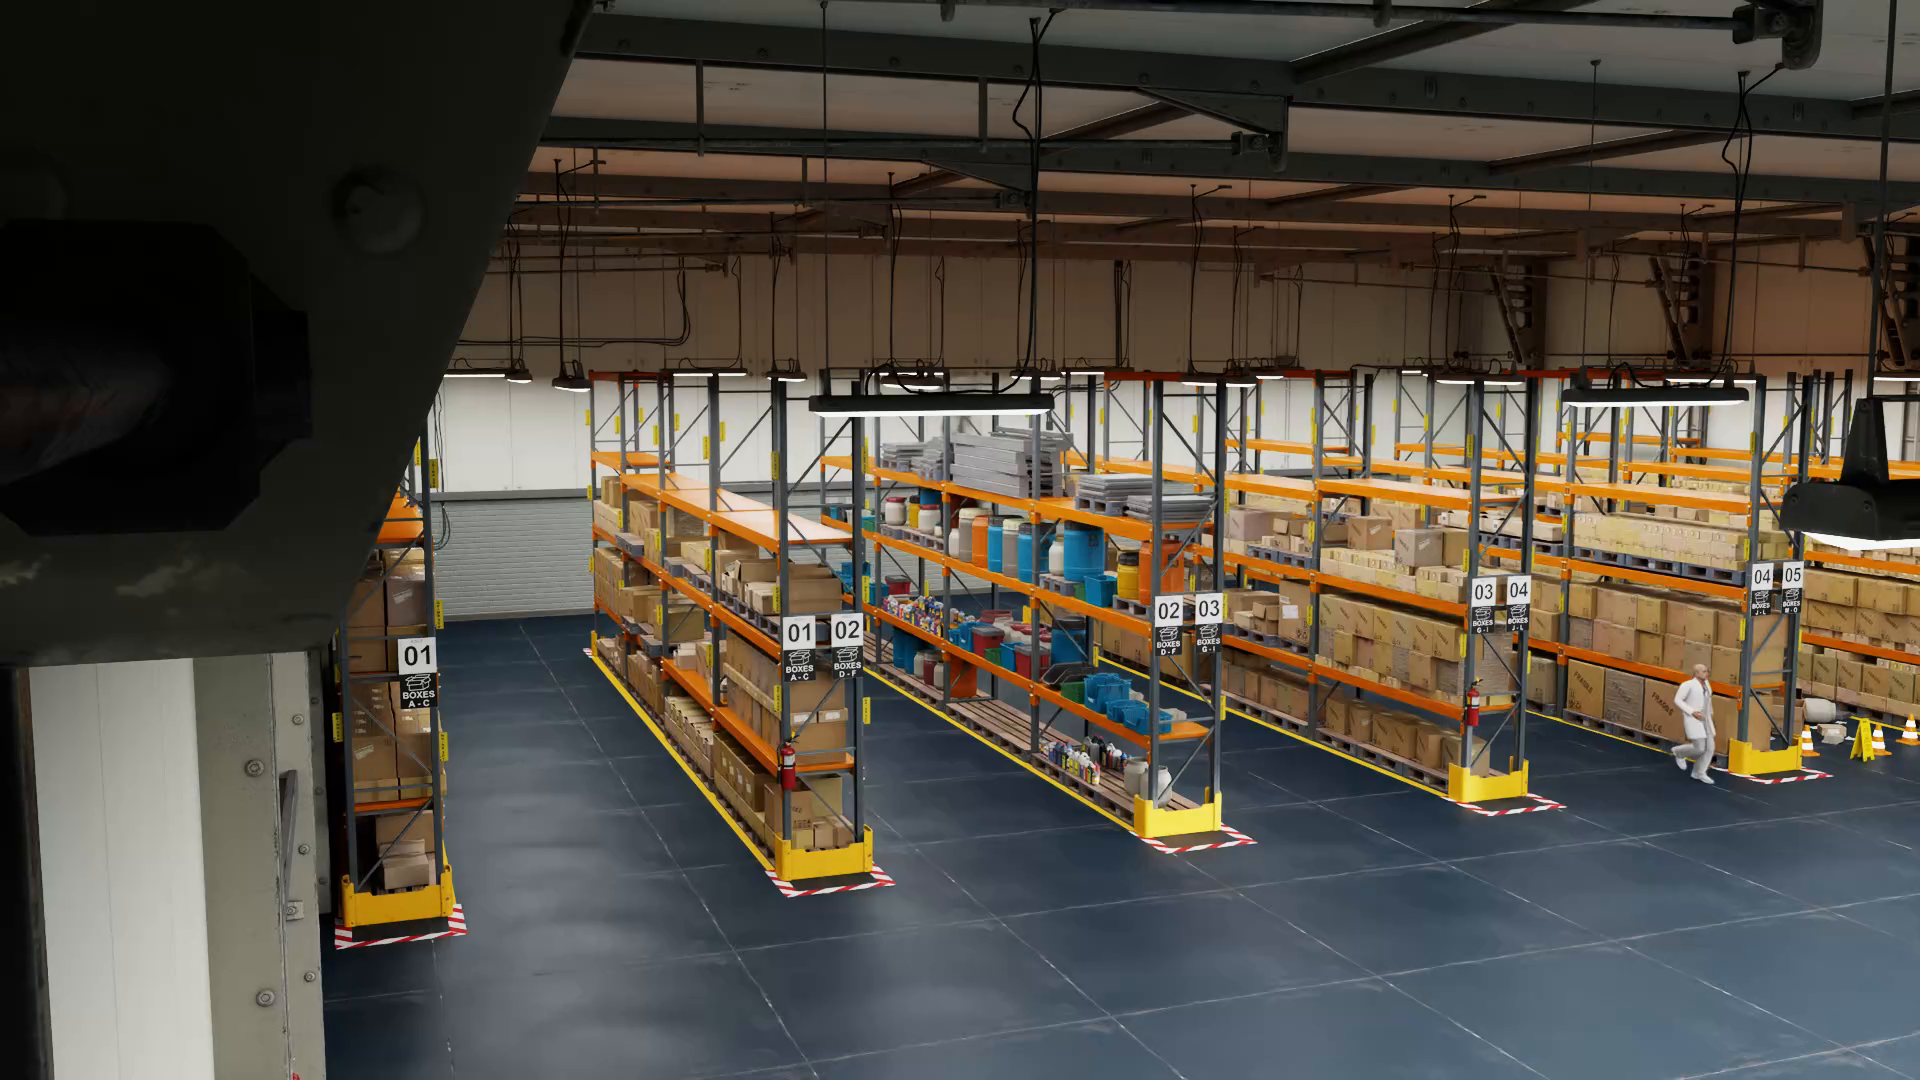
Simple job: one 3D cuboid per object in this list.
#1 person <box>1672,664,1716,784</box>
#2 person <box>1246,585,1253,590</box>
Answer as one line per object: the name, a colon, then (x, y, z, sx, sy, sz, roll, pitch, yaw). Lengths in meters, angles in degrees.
person: (10.976, 2.712, 24.818, 0.749, 1.756, 0.710, -3, 7, -23)
person: (5.851, 1.730, 33.966, 0.577, 1.680, 0.711, -3, 7, -28)
